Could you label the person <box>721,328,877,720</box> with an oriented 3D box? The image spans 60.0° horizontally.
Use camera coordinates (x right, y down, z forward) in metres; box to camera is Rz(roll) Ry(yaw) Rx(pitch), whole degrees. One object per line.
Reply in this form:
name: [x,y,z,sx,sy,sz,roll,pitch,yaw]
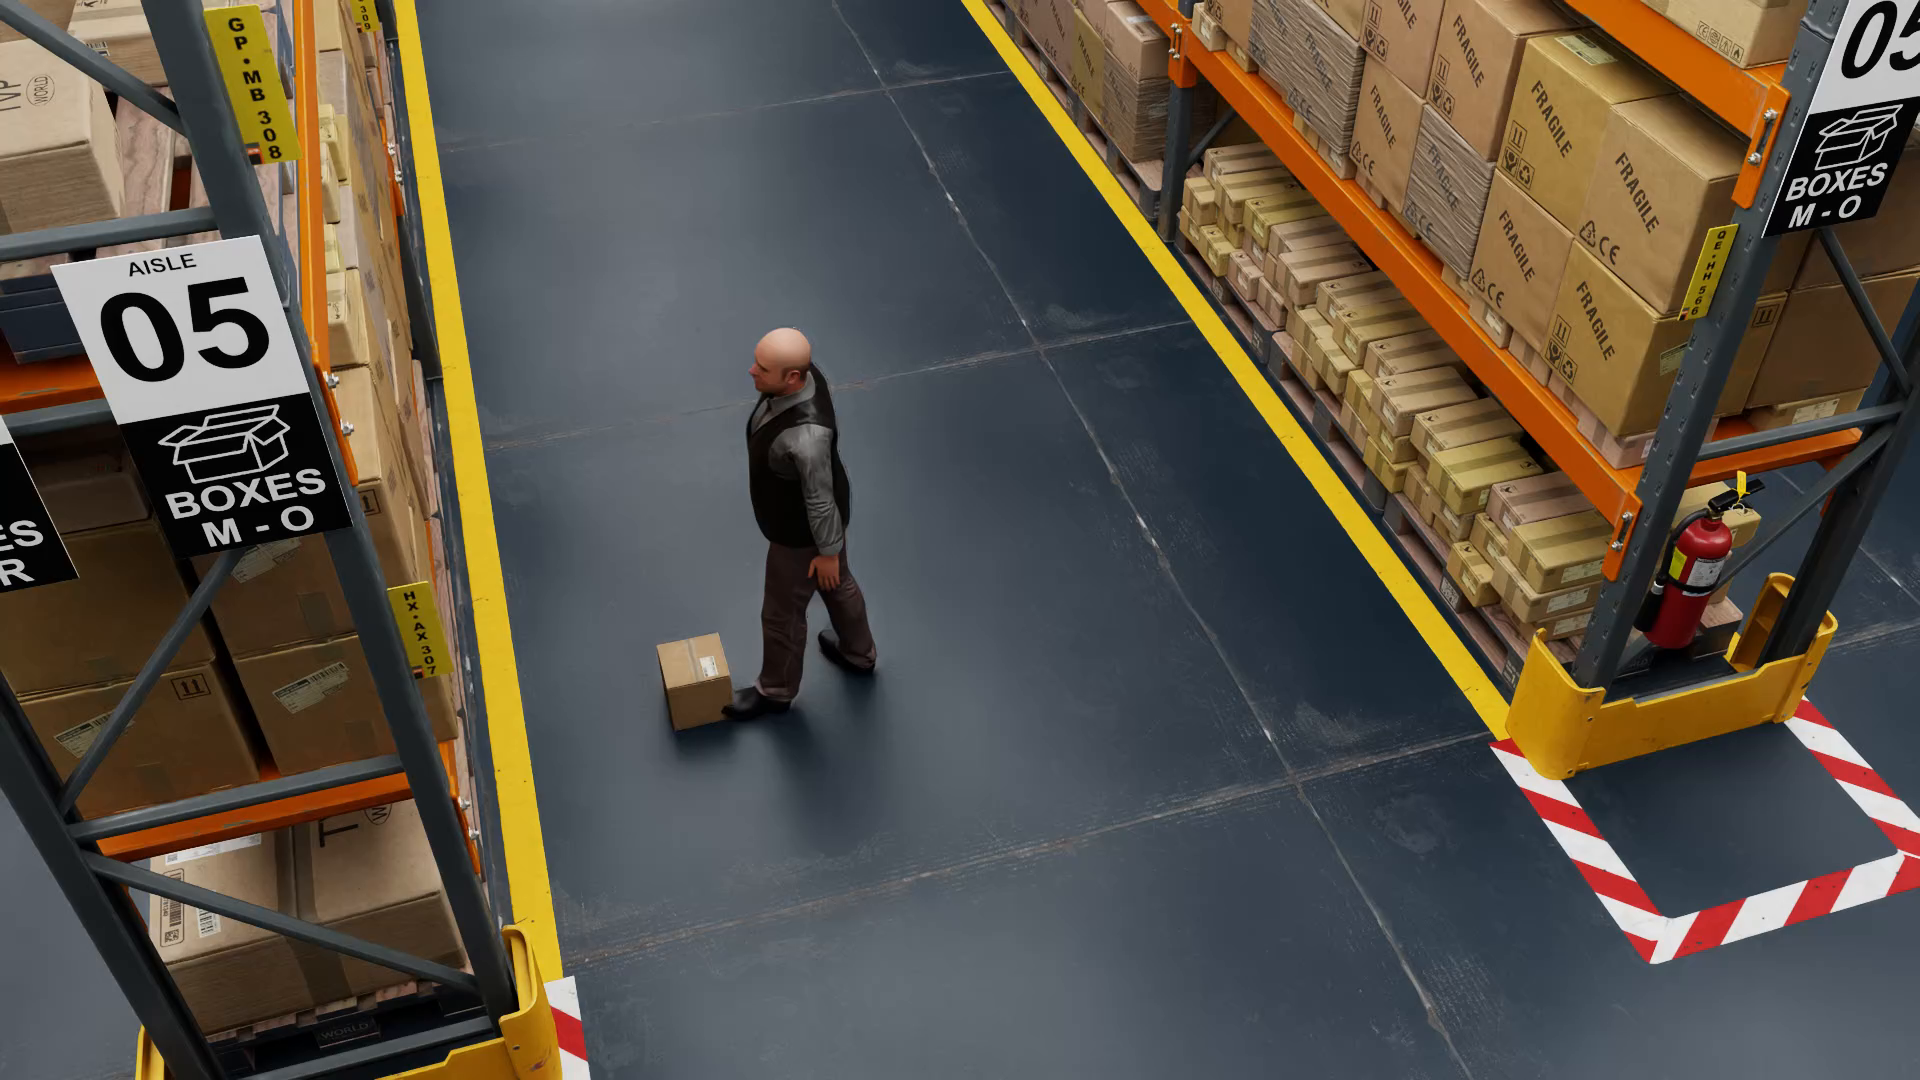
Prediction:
person: [-0.657,-0.085,6.268,0.636,1.716,0.552,-1,42,-1]
